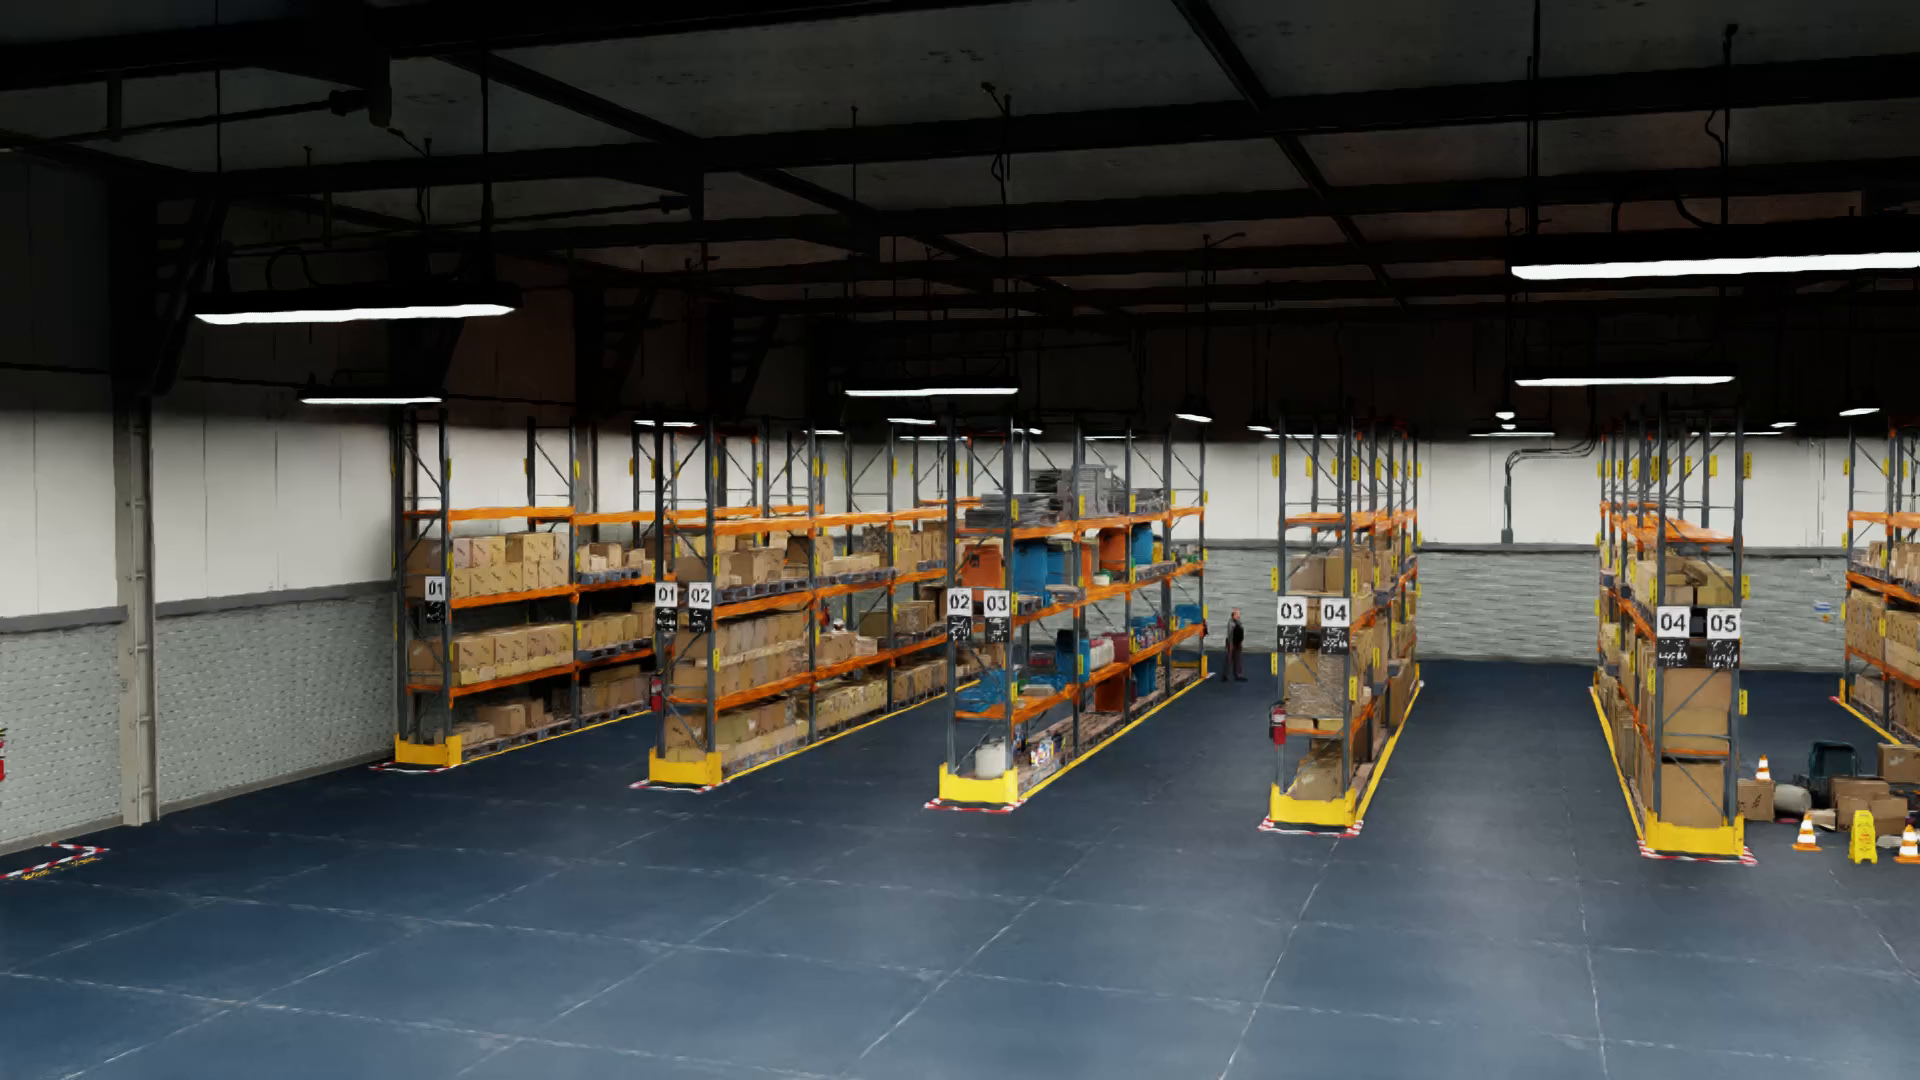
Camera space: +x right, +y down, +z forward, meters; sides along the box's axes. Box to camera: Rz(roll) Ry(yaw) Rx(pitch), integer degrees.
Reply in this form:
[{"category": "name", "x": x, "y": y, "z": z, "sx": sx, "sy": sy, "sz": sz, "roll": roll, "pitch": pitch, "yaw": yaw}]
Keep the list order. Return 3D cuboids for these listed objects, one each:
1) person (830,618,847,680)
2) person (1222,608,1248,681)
[{"category": "person", "x": -2.664, "y": 2.573, "z": 36.857, "sx": 0.719, "sy": 1.714, "sz": 0.578, "roll": 1, "pitch": 3, "yaw": 17}, {"category": "person", "x": 6.464, "y": 2.460, "z": 39.194, "sx": 0.512, "sy": 1.723, "sz": 0.633, "roll": 1, "pitch": 3, "yaw": 30}]
